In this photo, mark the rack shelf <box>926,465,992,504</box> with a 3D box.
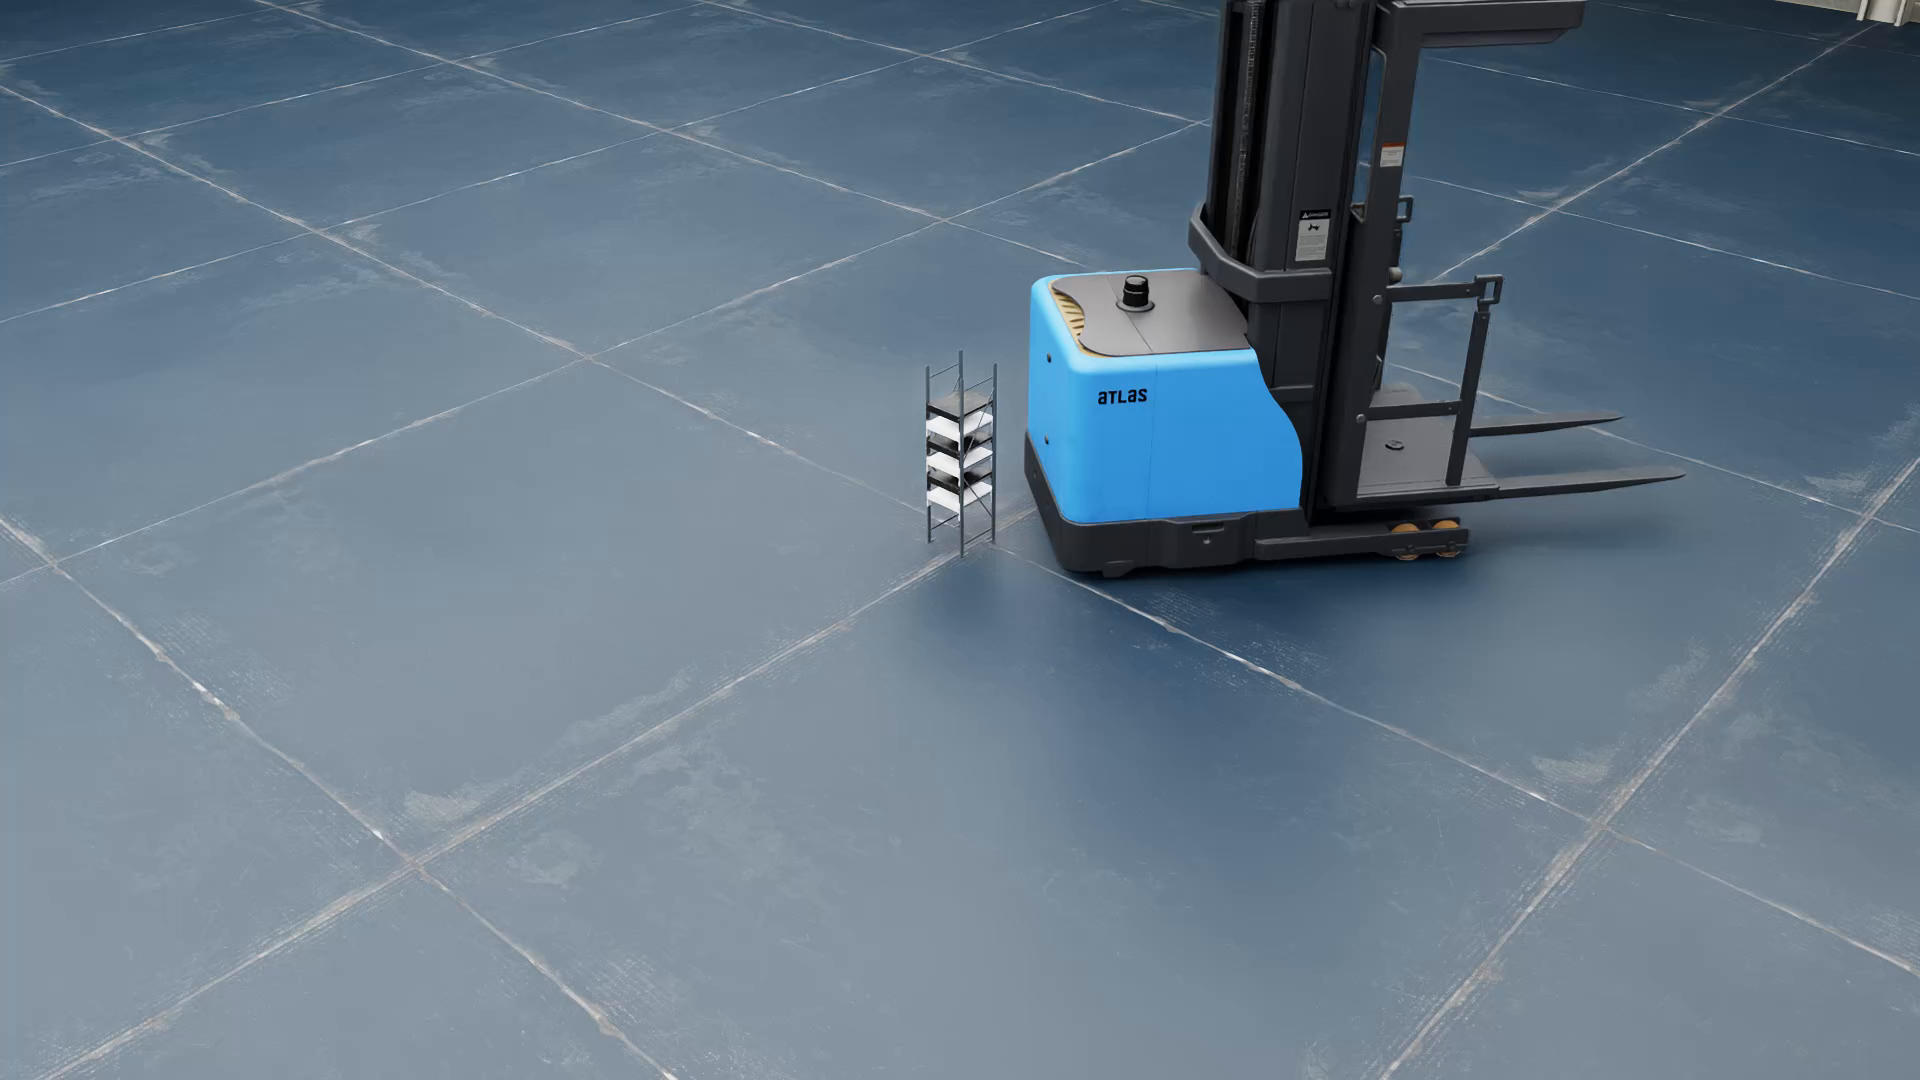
[{"bbox_3d":[0.006,-0.277,7.577,0.200,0.077,0.258,25,39,35],"label":"rack shelf"}]

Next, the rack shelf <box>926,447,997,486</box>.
[{"bbox_3d":[0.006,-0.354,7.530,0.200,0.077,0.258,25,39,35],"label":"rack shelf"}]

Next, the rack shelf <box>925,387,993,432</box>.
[{"bbox_3d":[0.006,-0.585,7.391,0.200,0.077,0.258,25,39,35],"label":"rack shelf"}]

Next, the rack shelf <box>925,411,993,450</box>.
[{"bbox_3d":[0.006,-0.508,7.438,0.200,0.077,0.258,25,39,35],"label":"rack shelf"}]

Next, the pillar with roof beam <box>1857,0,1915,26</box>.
[{"bbox_3d":[6.062,-7.252,11.071,0.400,9.000,9.100,25,39,35],"label":"pillar with roof beam"}]

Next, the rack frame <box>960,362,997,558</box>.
[{"bbox_3d":[0.081,-0.348,7.455,0.006,0.900,0.240,25,39,35],"label":"rack frame"}]

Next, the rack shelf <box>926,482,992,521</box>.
[{"bbox_3d":[0.006,-0.200,7.623,0.200,0.077,0.258,25,39,35],"label":"rack shelf"}]

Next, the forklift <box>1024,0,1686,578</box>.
[{"bbox_3d":[1.876,-1.427,7.279,3.031,2.935,1.130,-4,31,-7],"label":"forklift"}]

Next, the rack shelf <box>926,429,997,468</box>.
[{"bbox_3d":[0.006,-0.431,7.484,0.200,0.077,0.258,25,39,35],"label":"rack shelf"}]

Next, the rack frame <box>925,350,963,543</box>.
[{"bbox_3d":[-0.069,-0.418,7.572,0.006,0.900,0.240,25,39,35],"label":"rack frame"}]

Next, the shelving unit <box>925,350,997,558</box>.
[{"bbox_3d":[0.006,-0.383,7.513,0.210,0.900,0.258,25,39,35],"label":"shelving unit"}]
